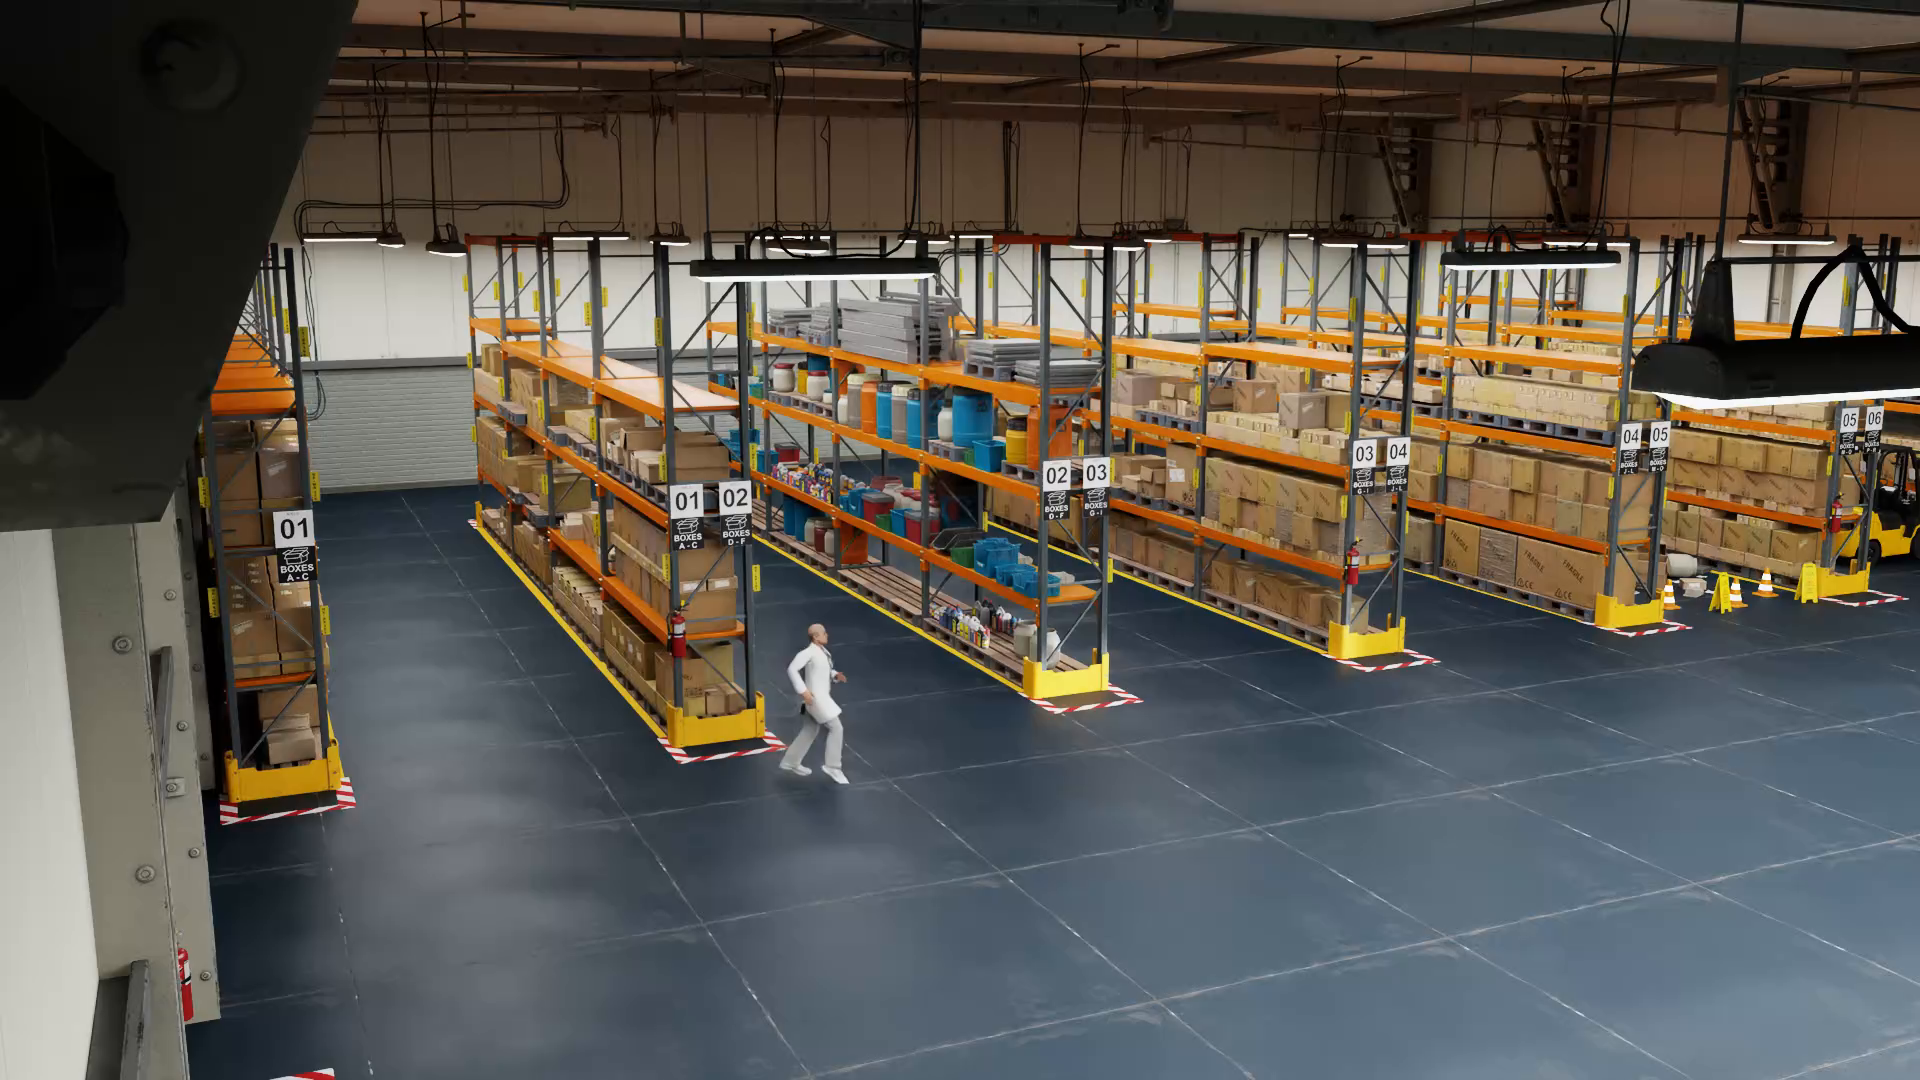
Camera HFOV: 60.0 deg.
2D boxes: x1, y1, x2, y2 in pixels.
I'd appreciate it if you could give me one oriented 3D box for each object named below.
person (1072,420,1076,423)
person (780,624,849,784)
[{"bbox_3d":[2.536,-2.365,40.690,0.716,1.755,0.877,7,13,33],"label":"person"},{"bbox_3d":[-1.669,1.860,18.965,0.807,1.838,0.705,0,11,-2],"label":"person"}]
